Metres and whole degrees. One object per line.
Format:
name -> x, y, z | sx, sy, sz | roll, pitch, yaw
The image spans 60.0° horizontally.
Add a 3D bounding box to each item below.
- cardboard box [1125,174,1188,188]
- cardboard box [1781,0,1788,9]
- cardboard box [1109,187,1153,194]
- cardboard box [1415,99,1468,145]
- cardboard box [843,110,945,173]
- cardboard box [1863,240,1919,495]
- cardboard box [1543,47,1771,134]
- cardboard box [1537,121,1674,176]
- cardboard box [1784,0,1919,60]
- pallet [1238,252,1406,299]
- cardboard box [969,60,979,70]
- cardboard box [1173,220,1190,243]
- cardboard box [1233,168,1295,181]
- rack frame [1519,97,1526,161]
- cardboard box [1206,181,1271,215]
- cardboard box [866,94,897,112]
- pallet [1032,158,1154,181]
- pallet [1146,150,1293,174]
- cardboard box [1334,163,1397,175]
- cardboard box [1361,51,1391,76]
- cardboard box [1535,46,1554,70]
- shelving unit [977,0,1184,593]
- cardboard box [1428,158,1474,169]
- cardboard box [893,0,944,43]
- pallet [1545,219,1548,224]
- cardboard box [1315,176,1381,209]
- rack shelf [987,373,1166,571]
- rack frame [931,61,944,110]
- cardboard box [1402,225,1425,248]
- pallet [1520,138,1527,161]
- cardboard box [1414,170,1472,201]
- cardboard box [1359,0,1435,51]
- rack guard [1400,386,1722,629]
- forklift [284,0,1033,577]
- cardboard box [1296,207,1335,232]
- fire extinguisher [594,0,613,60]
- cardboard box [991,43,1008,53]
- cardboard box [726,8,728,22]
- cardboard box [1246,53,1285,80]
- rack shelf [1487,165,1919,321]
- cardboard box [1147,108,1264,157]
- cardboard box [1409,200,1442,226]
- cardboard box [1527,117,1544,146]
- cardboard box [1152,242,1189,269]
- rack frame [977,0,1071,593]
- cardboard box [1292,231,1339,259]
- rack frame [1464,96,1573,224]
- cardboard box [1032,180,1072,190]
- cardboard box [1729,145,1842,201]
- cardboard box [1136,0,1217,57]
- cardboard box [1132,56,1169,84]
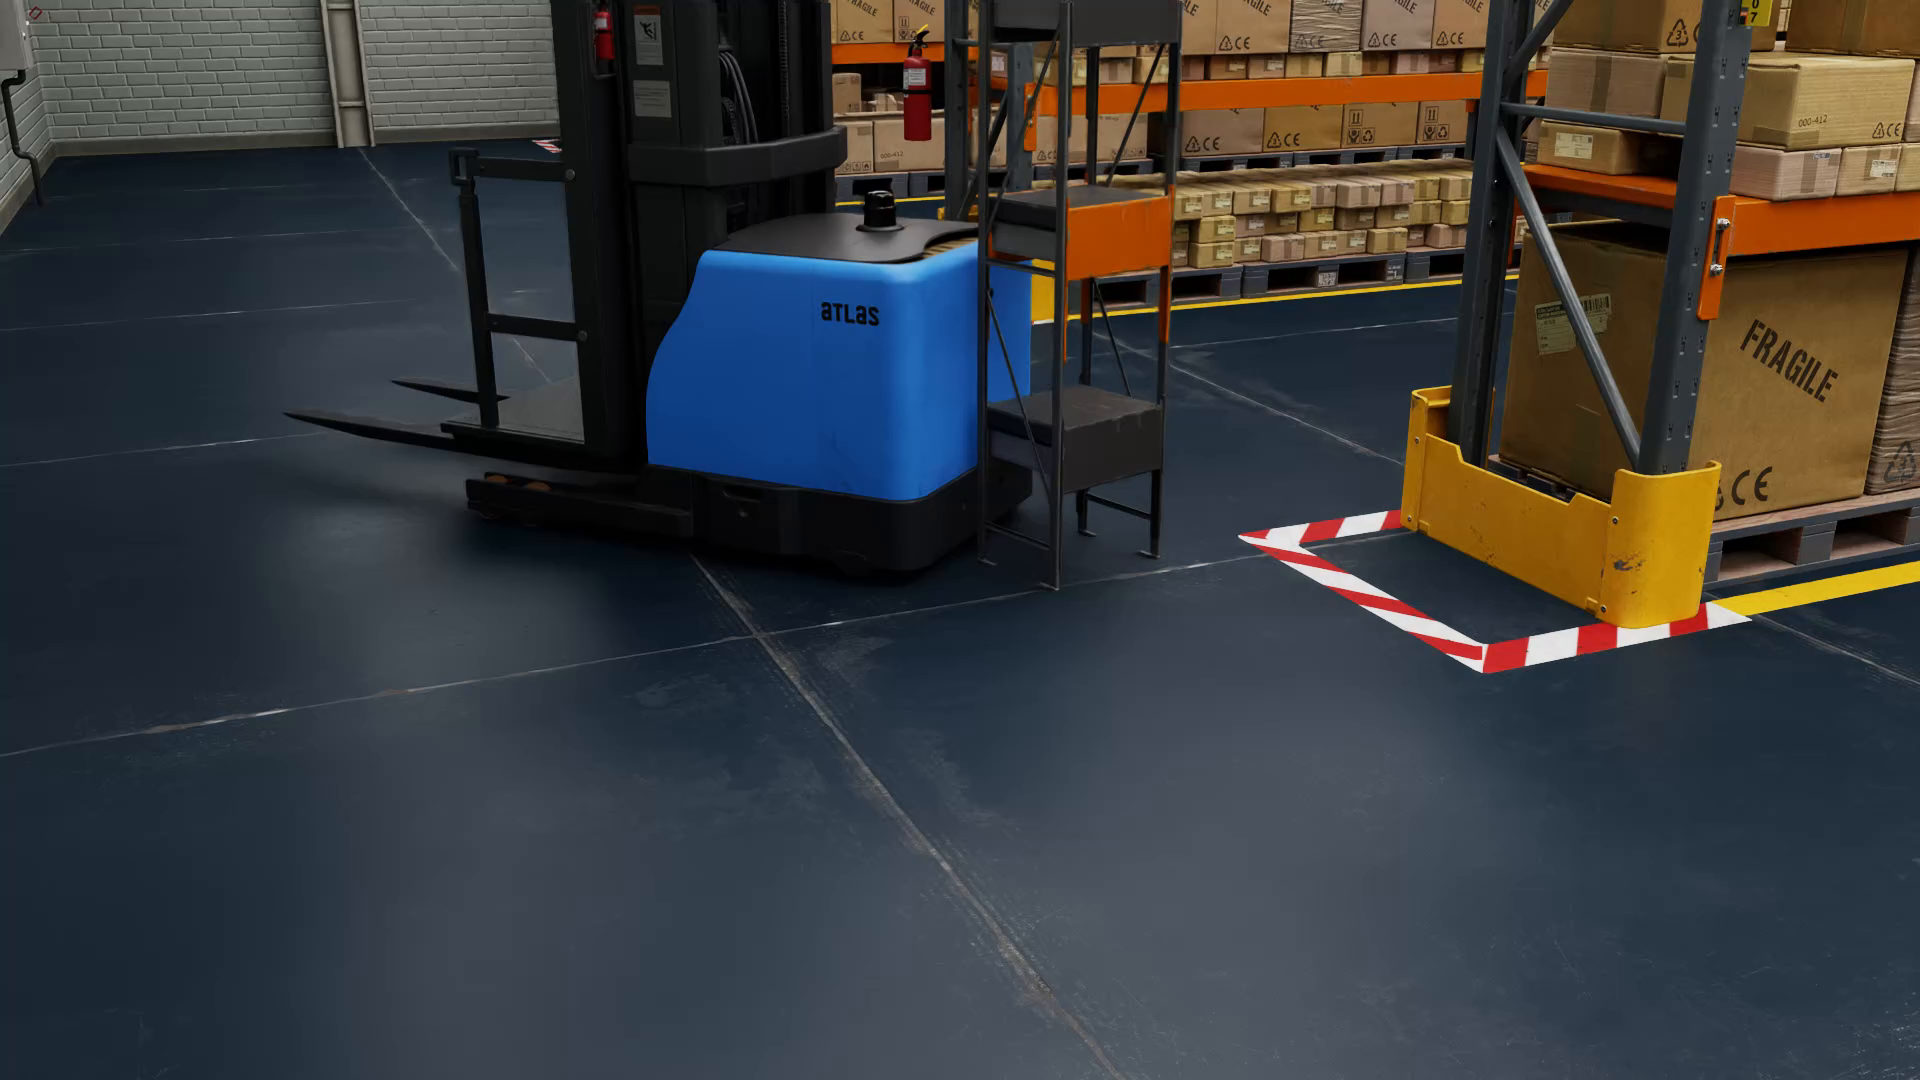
cardboard box -> 1.247, -2.242, 10.637 | 0.250, 0.149, 0.380 | -9, 21, -24
cardboard box -> 5.334, -3.655, 11.183 | 0.250, 0.149, 0.380 | -7, 21, -20
cardboard box -> 0.979, -2.030, 10.035 | 0.250, 0.149, 0.380 | -8, 21, -21
cardboard box -> 4.783, -4.537, 16.957 | 0.875, 0.875, 0.875 | -8, 21, -22
cardboard box -> -0.492, -3.584, 14.909 | 0.875, 0.438, 0.875 | -8, 21, -20
cardboard box -> 3.421, -0.756, 6.220 | 0.875, 0.875, 0.875 | -8, 21, -22
cardboard box -> 2.369, -1.546, 5.674 | 0.500, 0.250, 0.500 | -9, 21, -23
cardboard box -> 2.226, -1.361, 5.748 | 0.250, 0.149, 0.380 | -8, 21, -21
cardboard box -> 3.036, -1.802, 5.271 | 0.500, 0.500, 0.500 | -9, 21, -23
pallet -> 2.106, -1.808, 10.838 | 1.213, 0.211, 1.003 | -8, 21, -22
cardboard box -> 0.242, -5.684, 19.804 | 0.250, 0.149, 0.380 | -7, 21, -19
cardboard box -> 1.204, -1.920, 10.171 | 0.250, 0.149, 0.380 | -8, 21, -21
cardboard box -> 1.987, -2.338, 10.910 | 0.250, 0.149, 0.380 | -8, 21, -22
rack frame -> 5.450, -5.406, 16.860 | 0.127, 3.000, 1.000 | -8, 21, -22
cardboard box -> 1.714, -2.115, 10.278 | 0.250, 0.149, 0.380 | -7, 21, -20
cardboard box -> -0.916, -5.092, 19.451 | 0.258, 0.266, 0.396 | -7, 21, -20
pallet -> 1.048, -3.489, 15.612 | 1.213, 0.211, 1.003 | -8, 21, -22
pallet -> 2.456, -3.689, 16.182 | 1.213, 0.211, 1.003 | -8, 21, -22
cardboard box -> 2.713, -2.428, 11.166 | 0.250, 0.149, 0.380 | -9, 21, -23
cardboard box -> 2.460, -2.984, 10.358 | 0.250, 0.149, 0.380 | -8, 21, -23
cardboard box -> 3.661, -3.156, 10.848 | 0.250, 0.149, 0.380 | -8, 21, -23
shelving unit -> 0.380, -0.919, 5.469 | 0.503, 2.100, 0.431 | -16, 25, -38
cardboard box -> 3.432, -2.536, 11.472 | 0.250, 0.149, 0.380 | -7, 21, -20
cardboard box -> -0.414, -4.513, 14.173 | 0.500, 0.500, 0.500 | -8, 21, -22
pallet -> 4.545, -2.171, 11.871 | 1.213, 0.211, 1.003 | -8, 21, -22
cardboard box -> 2.438, -2.198, 10.512 | 0.250, 0.149, 0.380 | -9, 21, -24
rack shelf -> 0.380, -0.245, 5.706 | 0.480, 0.518, 0.431 | -16, 25, -38
rack frame -> -0.192, -6.393, 19.663 | 0.127, 3.000, 1.000 | -8, 21, -22
cardboard box -> 2.827, -2.021, 10.906 | 0.250, 0.149, 0.380 | -9, 21, -23
pallet -> 6.168, -4.193, 17.614 | 1.213, 0.211, 1.003 | -8, 21, -22
cardboard box -> 3.162, -2.311, 10.834 | 0.250, 0.149, 0.380 | -8, 21, -22
cardboard box -> 2.564, -3.289, 10.247 | 0.500, 0.500, 0.500 | -8, 21, -22
rack guard -> 2.008, -0.150, 5.694 | 0.348, 0.500, 1.175 | -8, 21, -22
forklift -> -1.279, -1.576, 6.085 | 3.031, 2.935, 1.130 | 9, 21, 24
cardboard box -> 2.173, -2.065, 10.584 | 0.250, 0.149, 0.380 | -7, 21, -19
fire extinguisher -> -3.817, -5.494, 17.788 | 0.183, 0.674, 0.296 | -8, 21, -22
cardboard box -> 0.468, -3.183, 9.946 | 0.500, 0.500, 0.500 | -8, 21, -21
cardboard box -> -2.514, -5.852, 18.504 | 0.250, 0.149, 0.380 | -8, 21, -21
cardboard box -> 1.751, -2.875, 10.049 | 0.250, 0.149, 0.380 | -9, 21, -23
rack shelf -> 3.866, -1.256, 6.155 | 4.000, 0.370, 1.077 | -8, 21, -22
cardboard box -> 2.315, -4.182, 15.950 | 0.875, 0.875, 0.875 | -7, 21, -20
cardboard box -> 2.916, -2.156, 10.841 | 0.250, 0.149, 0.380 | -8, 21, -21
cardboard box -> 4.414, -2.932, 11.834 | 0.500, 0.250, 0.500 | -9, 21, -23
cardboard box -> 1.199, -1.777, 10.211 | 0.250, 0.149, 0.380 | -8, 21, -21
rack frame -> 0.194, -0.866, 5.320 | 0.015, 2.100, 0.400 | -16, 25, -38
cardboard box -> 2.181, -1.890, 10.533 | 0.250, 0.149, 0.380 | -8, 21, -22
rack frame -> 3.831, -3.384, 11.116 | 0.127, 3.000, 1.000 | -8, 21, -22
cardboard box -> 0.543, -2.139, 10.344 | 0.250, 0.149, 0.380 | -8, 21, -21
cardboard box -> 2.486, -1.159, 5.177 | 0.250, 0.149, 0.380 | -8, 21, -21
cardboard box -> 1.161, -3.098, 9.706 | 0.500, 0.500, 0.500 | -8, 21, -22
cardboard box -> 1.071, -2.747, 9.686 | 0.250, 0.149, 0.380 | -9, 21, -23
